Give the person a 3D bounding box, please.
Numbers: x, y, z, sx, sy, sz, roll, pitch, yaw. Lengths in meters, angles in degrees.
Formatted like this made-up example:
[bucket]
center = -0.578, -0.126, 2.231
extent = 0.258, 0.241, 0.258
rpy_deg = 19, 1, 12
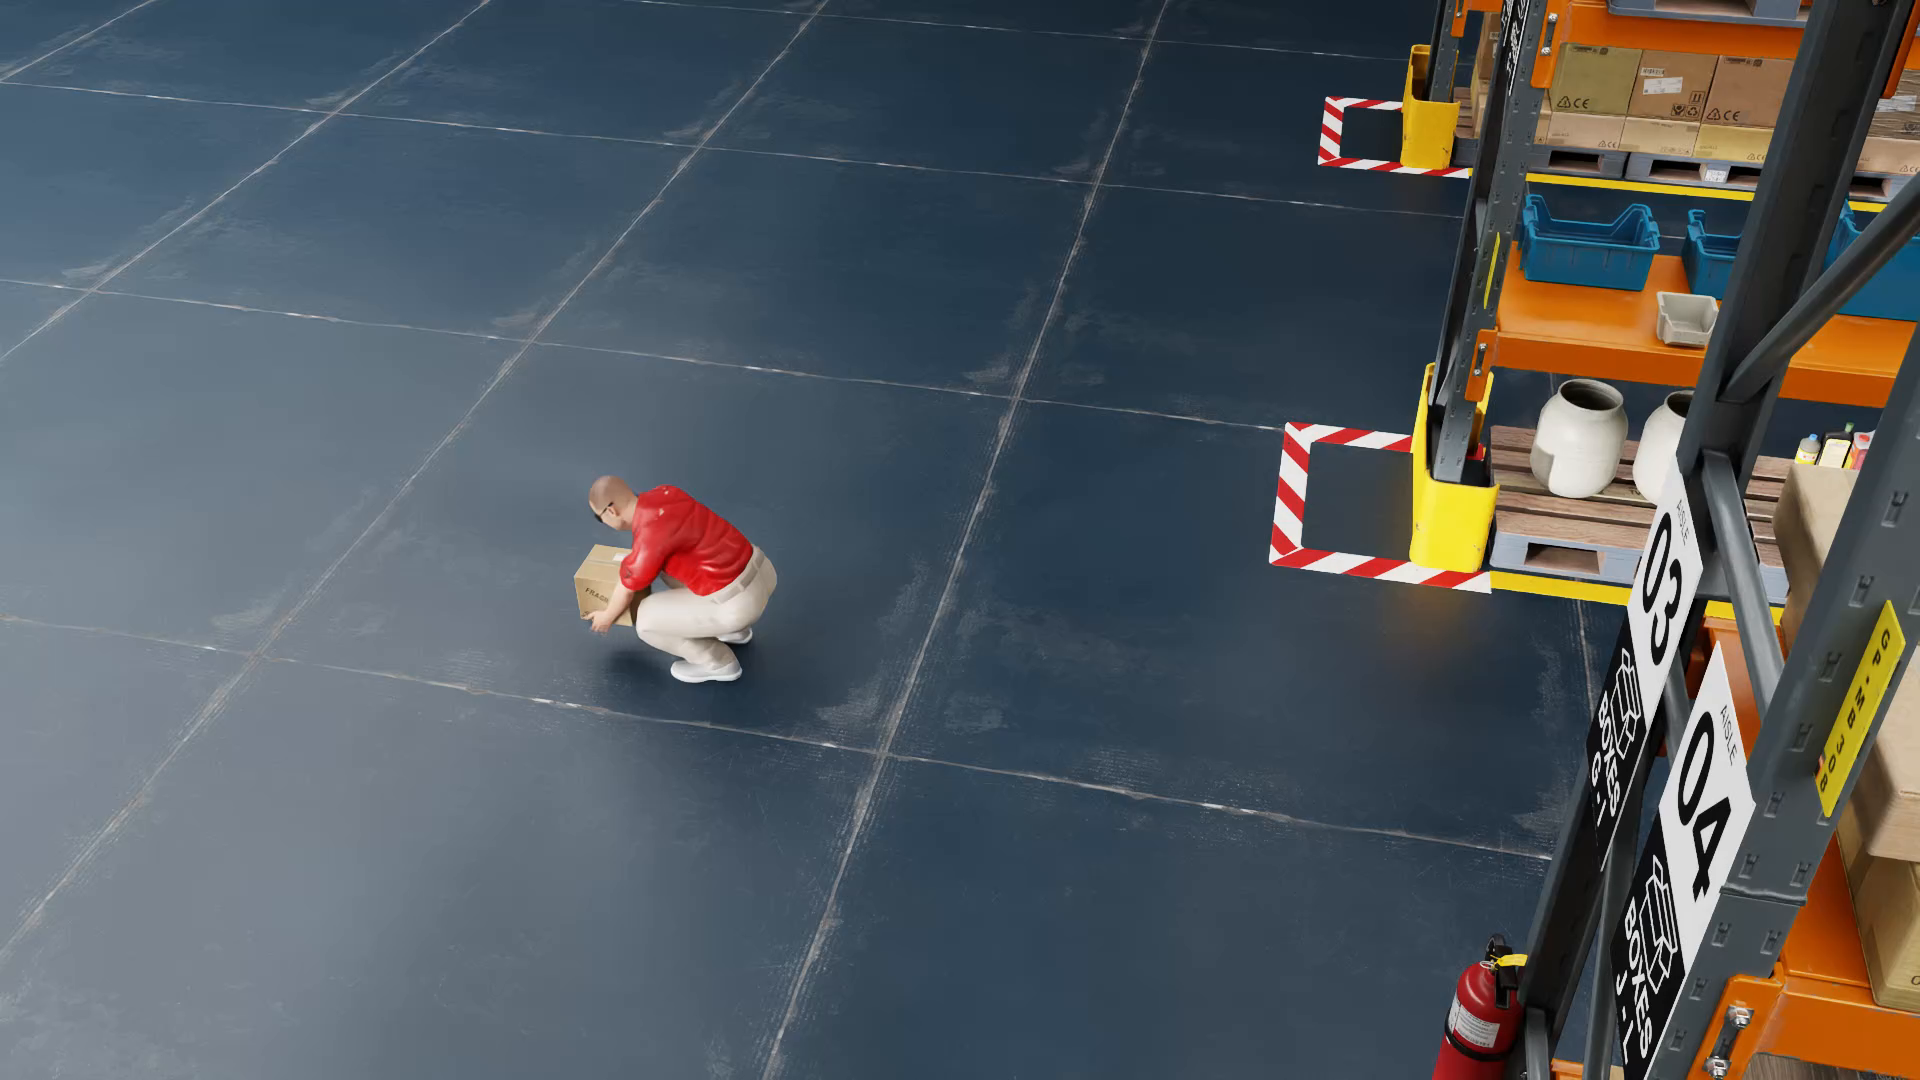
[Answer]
[person]
center = -1.267, 0.129, 7.448
extent = 0.859, 0.983, 0.545
rpy_deg = 7, 37, 10
